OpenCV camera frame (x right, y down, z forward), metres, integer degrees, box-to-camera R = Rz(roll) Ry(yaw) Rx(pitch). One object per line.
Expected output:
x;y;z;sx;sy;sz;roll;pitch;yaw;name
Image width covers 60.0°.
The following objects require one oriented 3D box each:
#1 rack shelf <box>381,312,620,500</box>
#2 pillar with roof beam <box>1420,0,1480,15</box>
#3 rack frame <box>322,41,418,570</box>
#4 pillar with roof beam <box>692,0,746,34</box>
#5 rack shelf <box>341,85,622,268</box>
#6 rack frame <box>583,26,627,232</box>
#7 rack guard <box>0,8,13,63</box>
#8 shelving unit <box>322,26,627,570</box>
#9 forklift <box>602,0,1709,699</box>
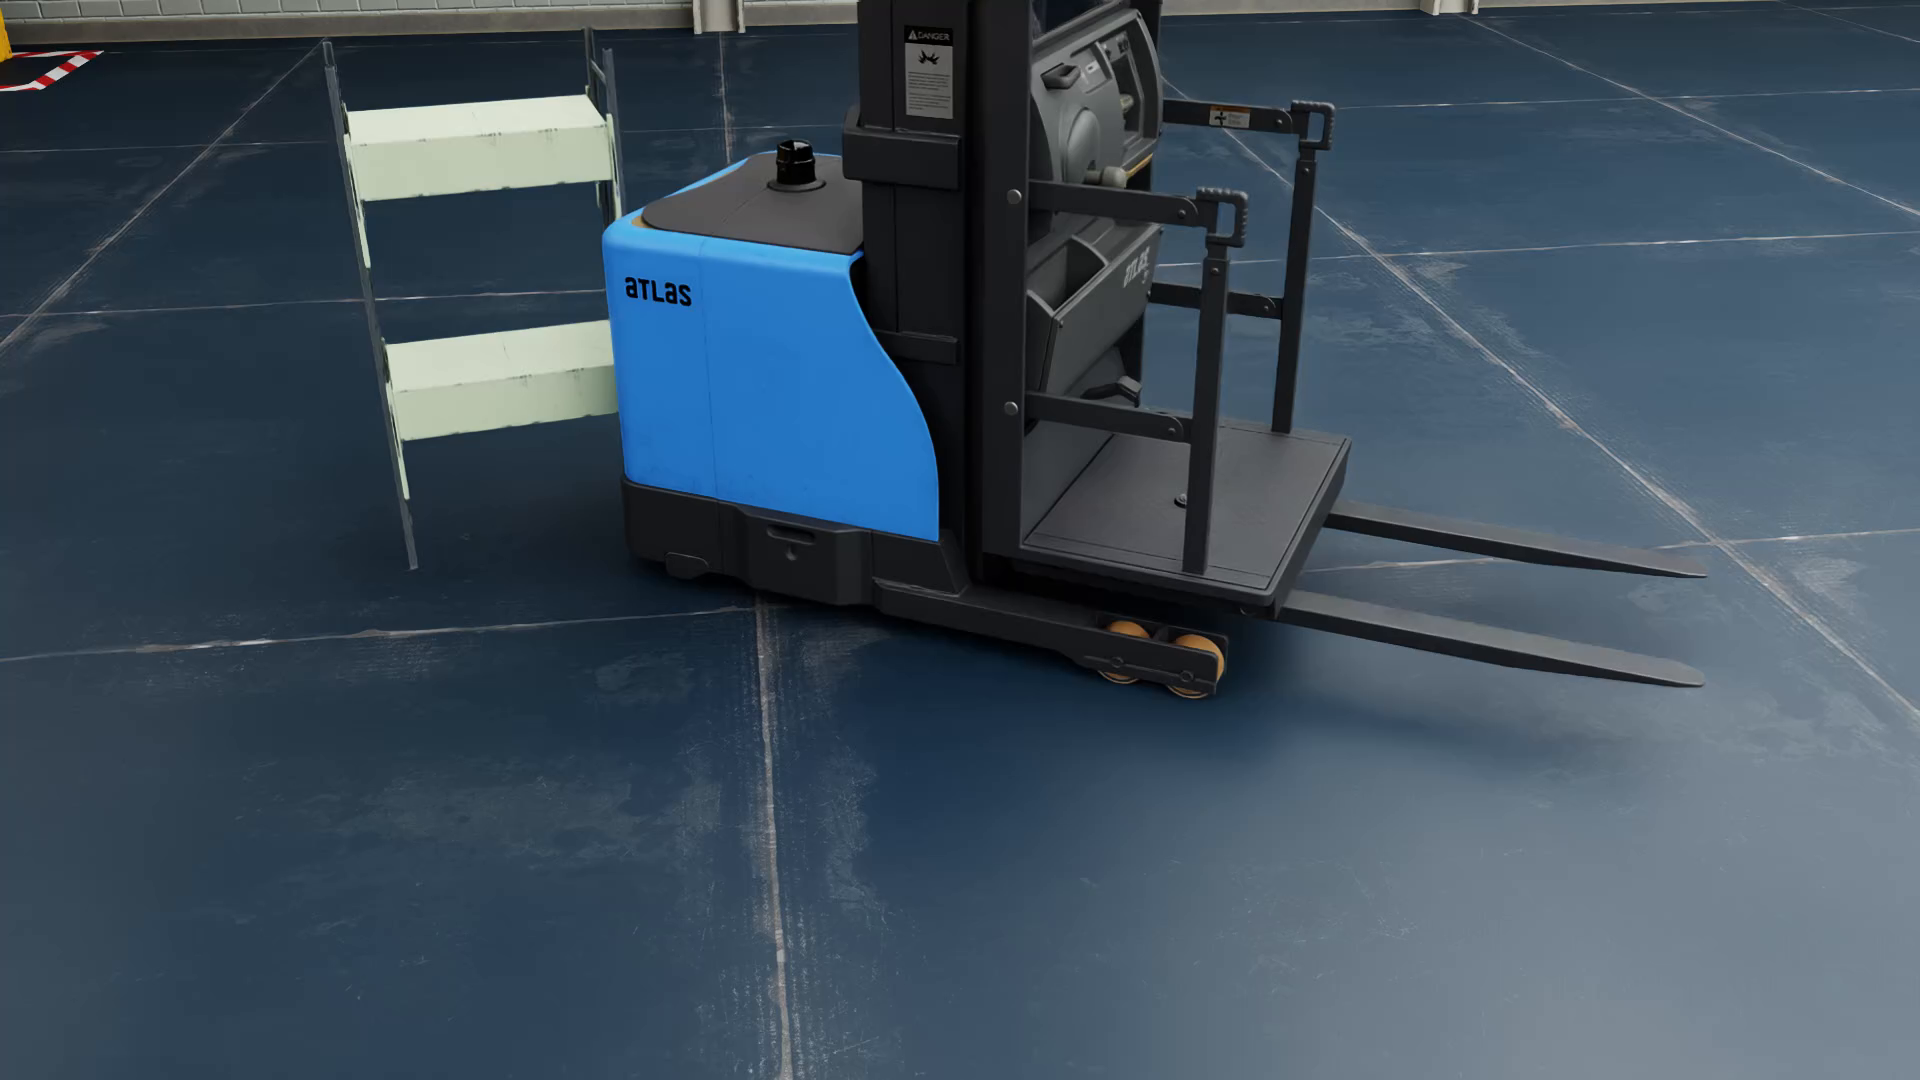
-1.387;-0.428;5.156;0.720;0.370;0.431;-9;29;-17;rack shelf
4.652;-6.450;7.963;0.400;9.000;9.100;-4;27;-7;pillar with roof beam
-1.732;-0.662;4.898;0.023;1.500;0.400;-9;29;-17;rack frame
-1.289;-6.068;7.219;0.400;9.000;9.100;-4;27;-7;pillar with roof beam
-1.387;-1.066;4.829;0.720;0.370;0.431;-9;29;-17;rack shelf
-1.043;-0.775;5.117;0.023;1.500;0.400;-9;29;-17;rack frame
-6.992;-3.490;11.504;0.348;0.500;1.175;-4;27;-7;rack guard
-1.387;-0.719;5.008;0.755;1.500;0.431;-9;29;-17;shelving unit
0.553;-1.157;4.295;3.031;2.935;1.130;11;29;20;forklift
